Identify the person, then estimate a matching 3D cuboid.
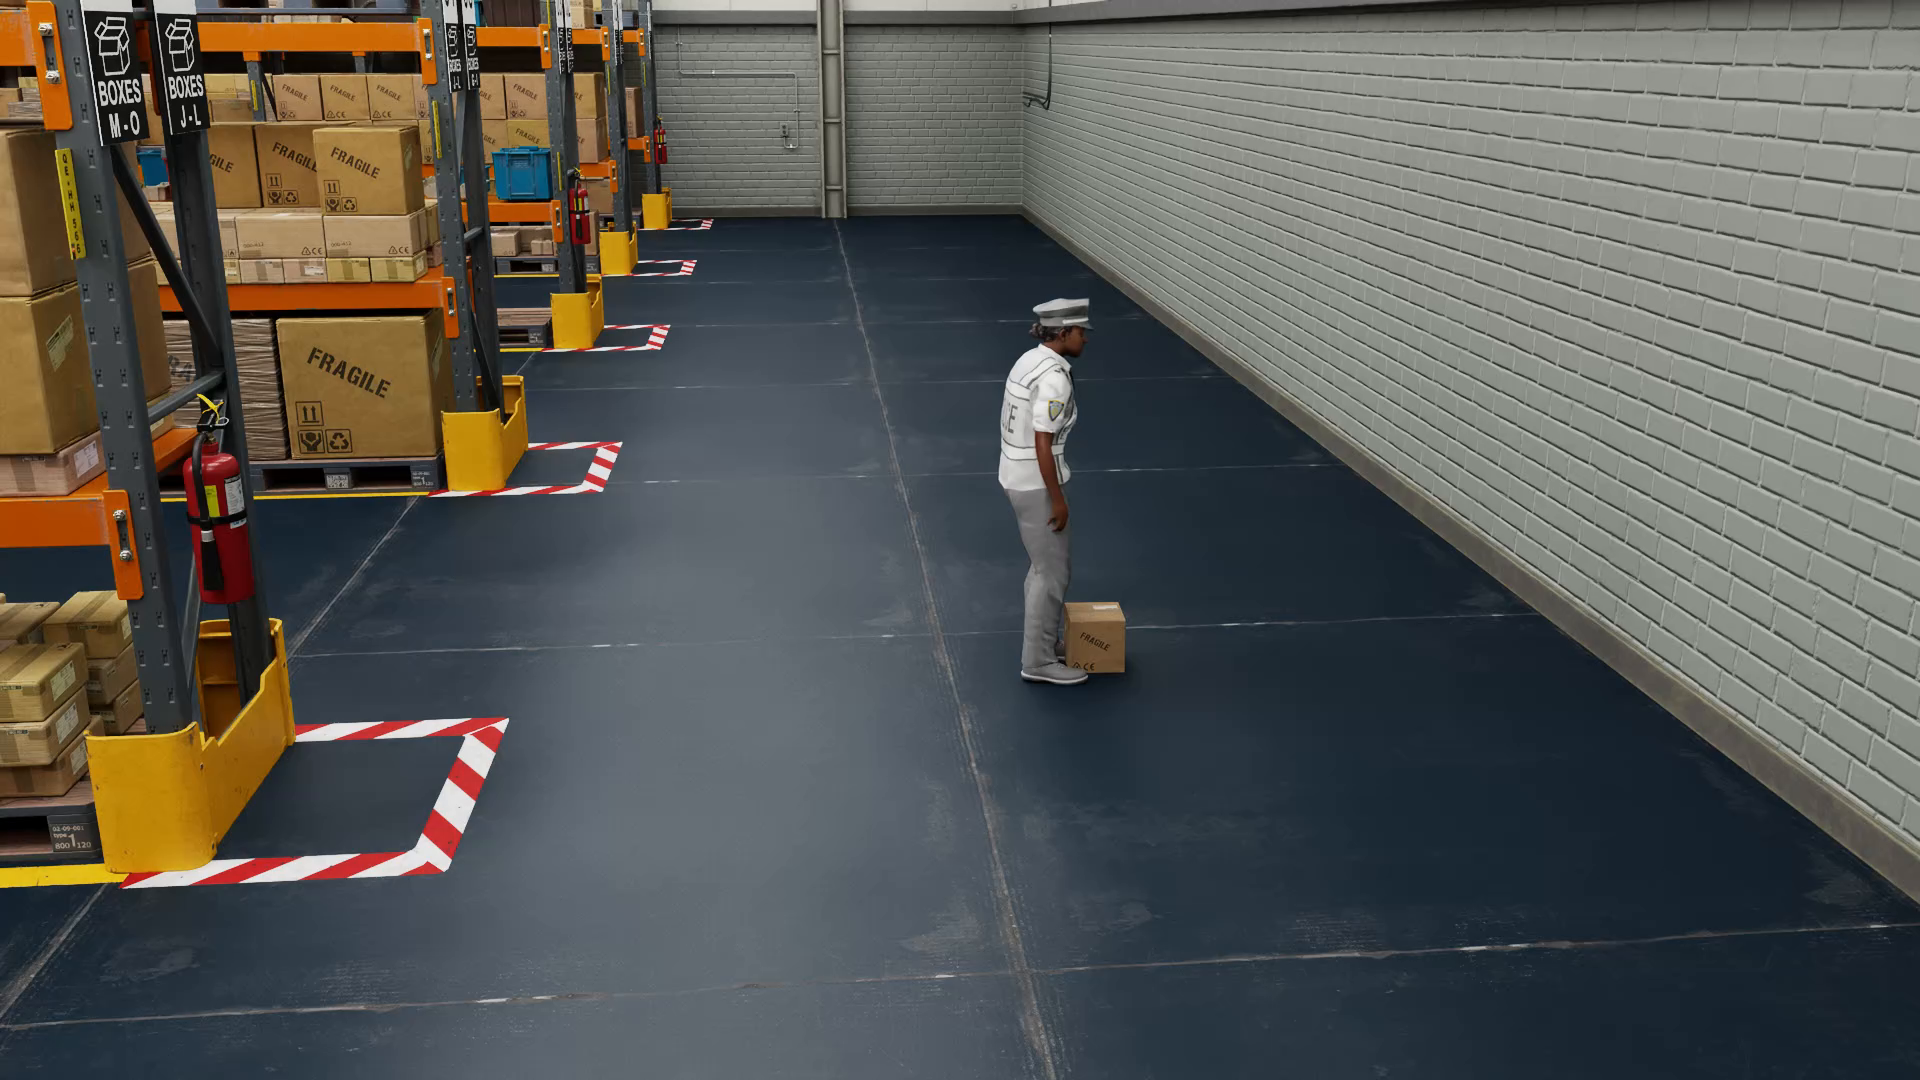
[{"bbox_3d":[0.384,-0.223,7.280,0.416,1.657,0.511,-2,17,-6],"label":"person"}]
